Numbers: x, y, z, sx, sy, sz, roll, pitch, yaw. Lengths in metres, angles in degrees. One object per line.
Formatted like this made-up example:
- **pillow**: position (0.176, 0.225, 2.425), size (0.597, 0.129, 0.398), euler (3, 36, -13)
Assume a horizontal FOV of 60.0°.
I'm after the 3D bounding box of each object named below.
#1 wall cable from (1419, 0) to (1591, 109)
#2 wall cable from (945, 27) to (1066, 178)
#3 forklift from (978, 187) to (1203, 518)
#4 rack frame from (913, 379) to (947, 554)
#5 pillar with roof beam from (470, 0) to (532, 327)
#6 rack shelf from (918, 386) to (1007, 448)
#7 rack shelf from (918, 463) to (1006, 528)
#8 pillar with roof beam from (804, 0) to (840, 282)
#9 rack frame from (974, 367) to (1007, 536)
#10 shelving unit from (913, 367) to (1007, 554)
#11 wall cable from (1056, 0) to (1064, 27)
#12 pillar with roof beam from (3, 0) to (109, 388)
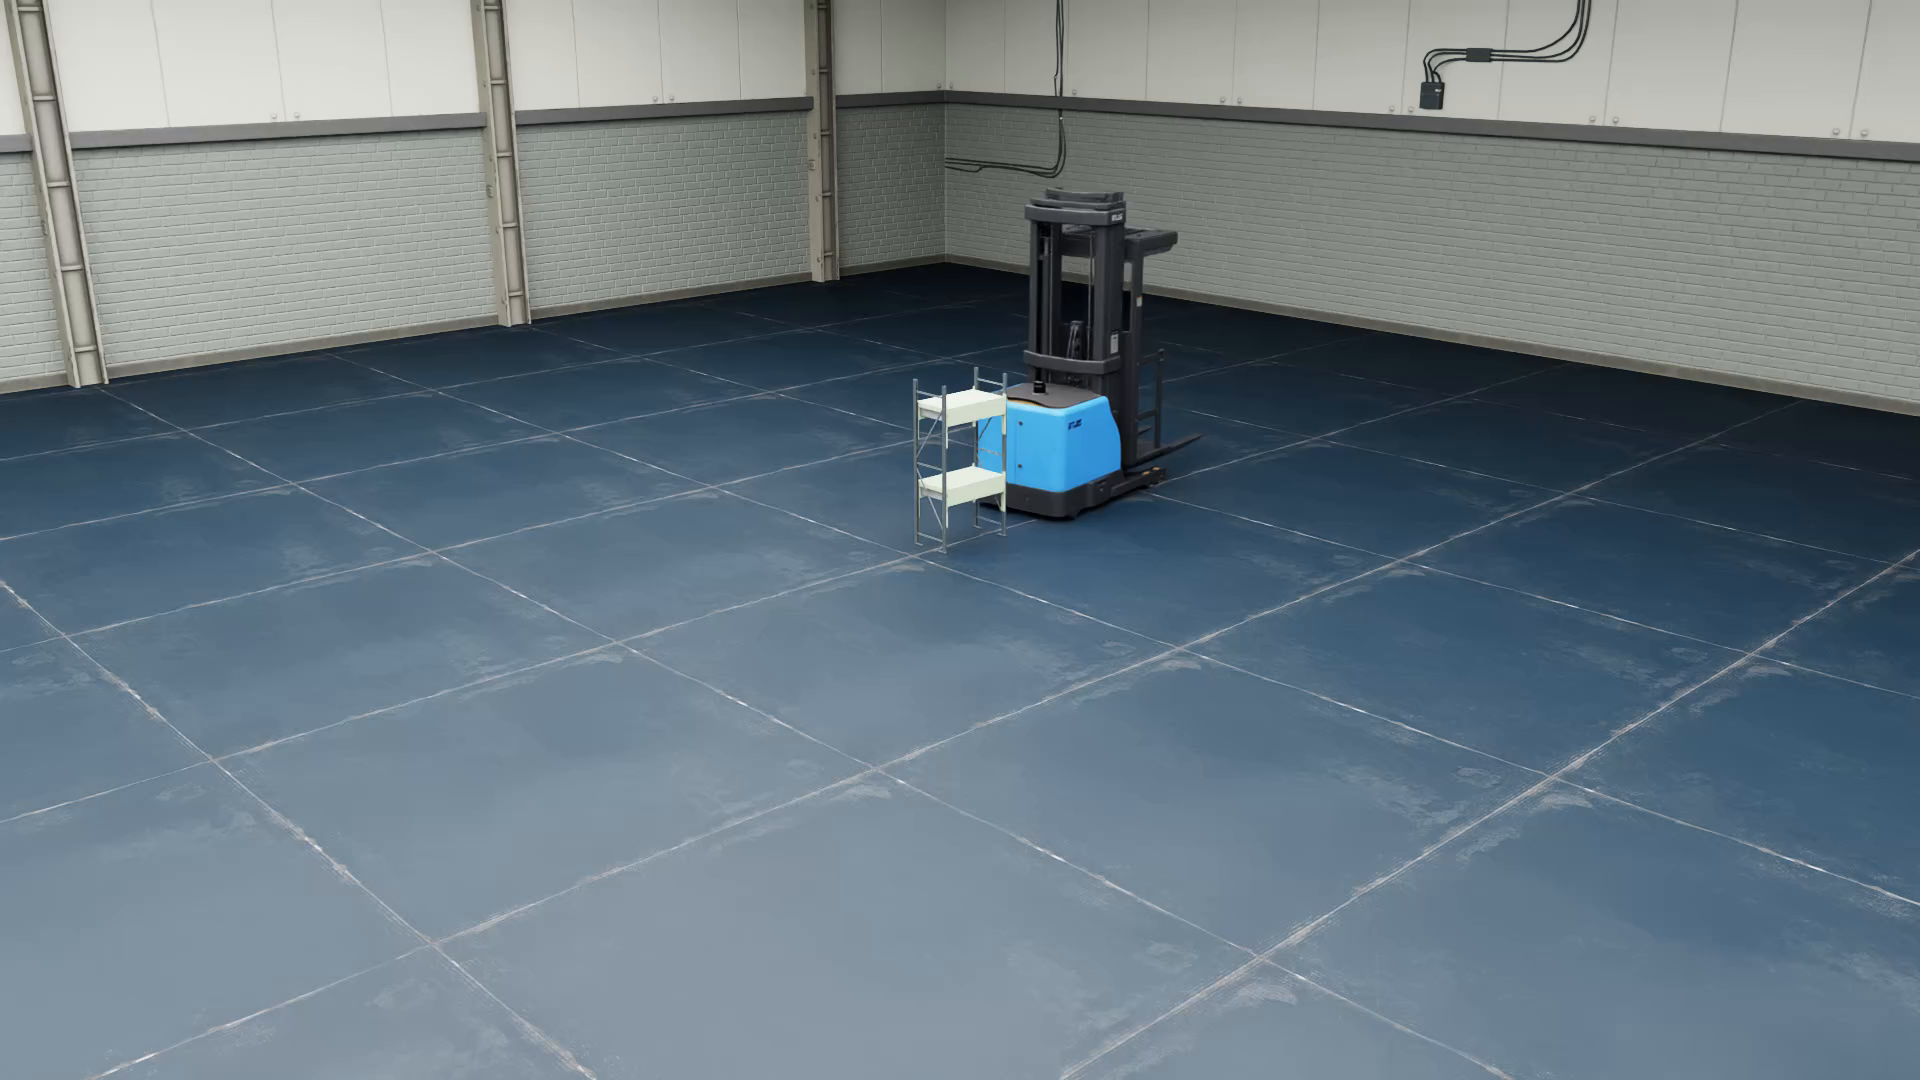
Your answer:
- **wall cable**: position (7.218, -8.624, 21.478), size (0.169, 6.003, 2.305), euler (-16, 24, -41)
- **wall cable**: position (0.707, -7.660, 29.054), size (0.112, 2.526, 3.097), euler (-16, 24, -41)
- **forklift**: position (1.417, -1.994, 16.382), size (1.130, 2.935, 3.031), euler (13, 22, 35)
- **rack frame**: position (-0.261, -0.637, 14.519), size (0.023, 1.500, 0.400), euler (-16, 24, -41)
- **pillar with roof beam**: position (-3.744, -6.573, 20.666), size (0.400, 9.000, 9.100), euler (-16, 24, -41)
- **rack shelf**: position (0.005, -1.086, 14.637), size (0.720, 0.370, 0.431), euler (-16, 24, -41)
- **rack shelf**: position (0.005, -0.405, 14.858), size (0.720, 0.370, 0.431), euler (-16, 24, -41)
- **pillar with roof beam**: position (0.615, -7.844, 24.588), size (0.400, 9.000, 9.100), euler (-16, 24, -41)
- **rack frame**: position (0.271, -0.792, 14.997), size (0.023, 1.500, 0.400), euler (-16, 24, -41)
- **shelving unit**: position (0.005, -0.715, 14.758), size (0.755, 1.500, 0.431), euler (-16, 24, -41)
- **wall cable**: position (2.565, -9.456, 26.405), size (0.112, 2.526, 3.097), euler (-16, 24, -41)
- **pillar with roof beam**: position (-8.104, -5.301, 16.745), size (0.400, 9.000, 9.100), euler (-16, 24, -41)
